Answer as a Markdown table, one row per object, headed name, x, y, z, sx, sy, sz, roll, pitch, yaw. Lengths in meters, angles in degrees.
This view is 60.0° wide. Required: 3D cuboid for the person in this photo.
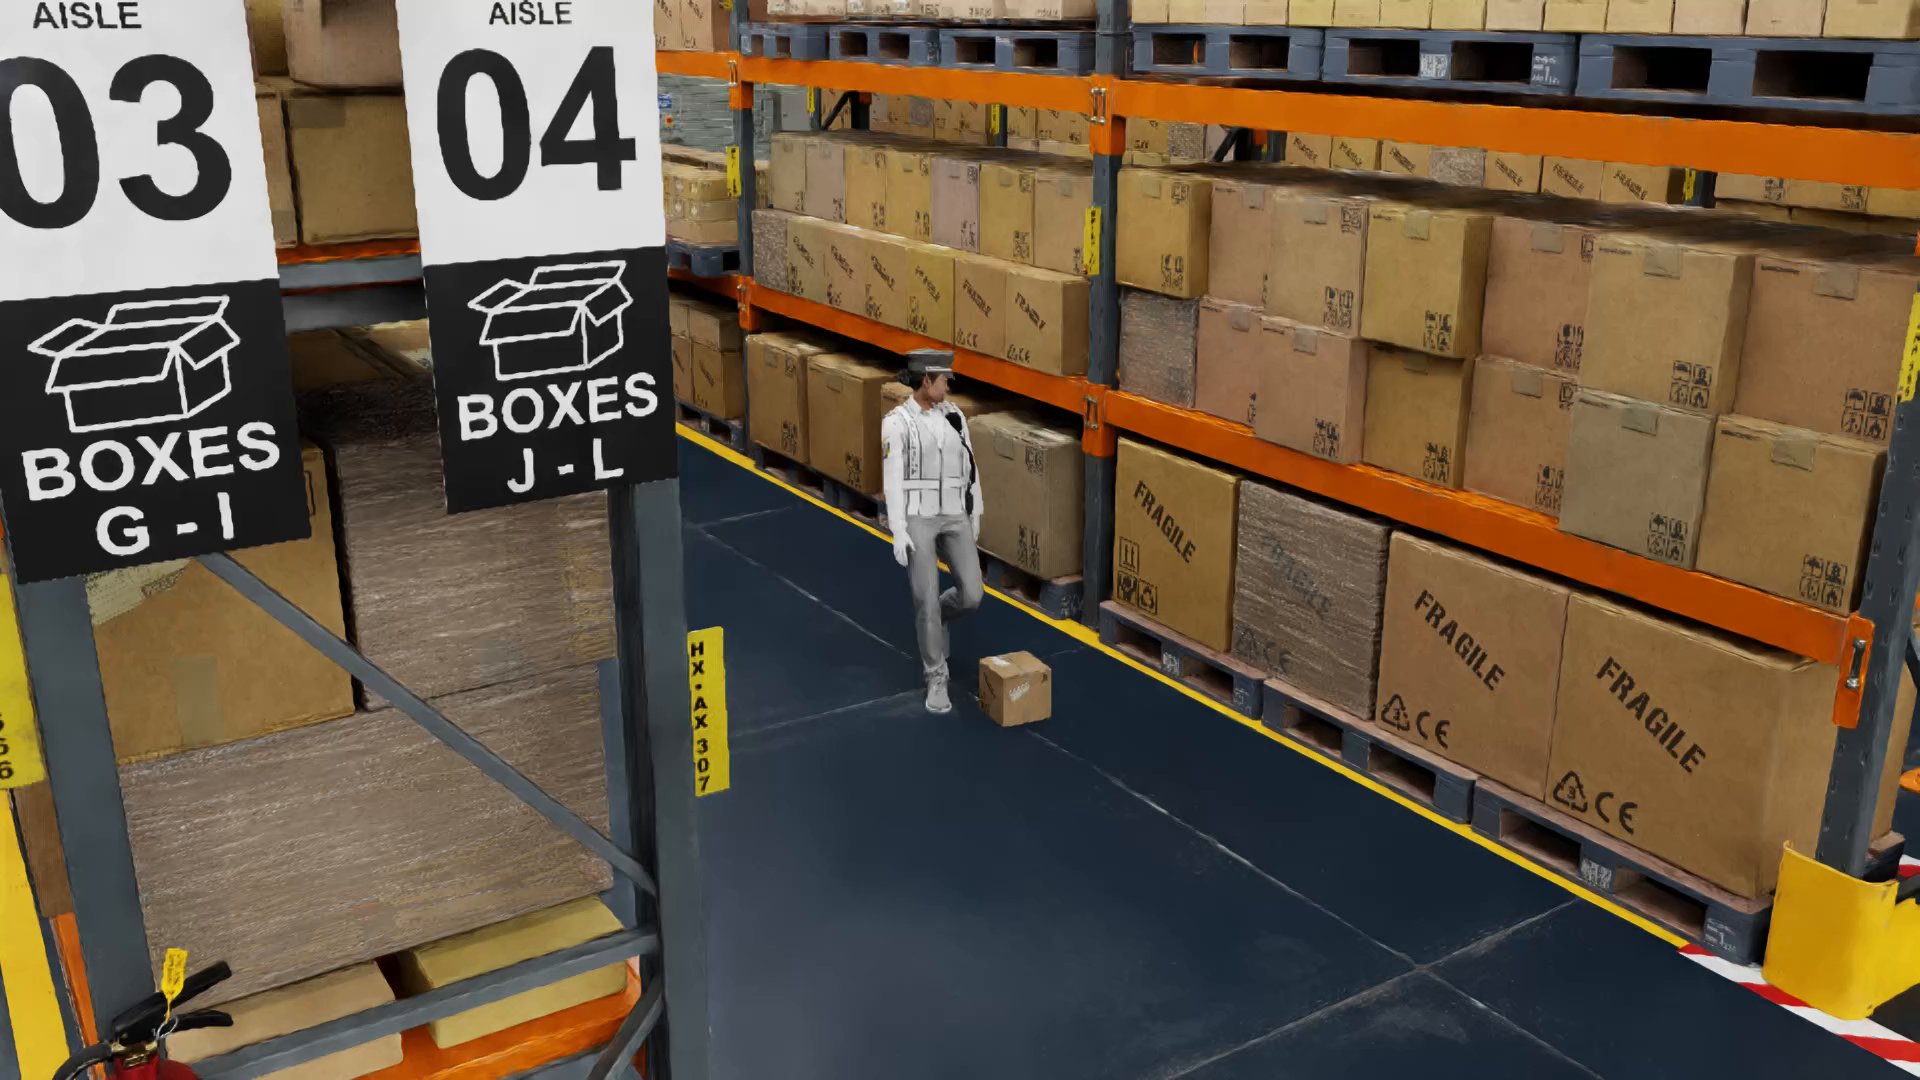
| name | x | y | z | sx | sy | sz | roll | pitch | yaw |
| --- | --- | --- | --- | --- | --- | --- | --- | --- | --- |
| person | -0.096 | -0.069 | 7.831 | 0.515 | 1.637 | 0.654 | -7 | 19 | -20 |
